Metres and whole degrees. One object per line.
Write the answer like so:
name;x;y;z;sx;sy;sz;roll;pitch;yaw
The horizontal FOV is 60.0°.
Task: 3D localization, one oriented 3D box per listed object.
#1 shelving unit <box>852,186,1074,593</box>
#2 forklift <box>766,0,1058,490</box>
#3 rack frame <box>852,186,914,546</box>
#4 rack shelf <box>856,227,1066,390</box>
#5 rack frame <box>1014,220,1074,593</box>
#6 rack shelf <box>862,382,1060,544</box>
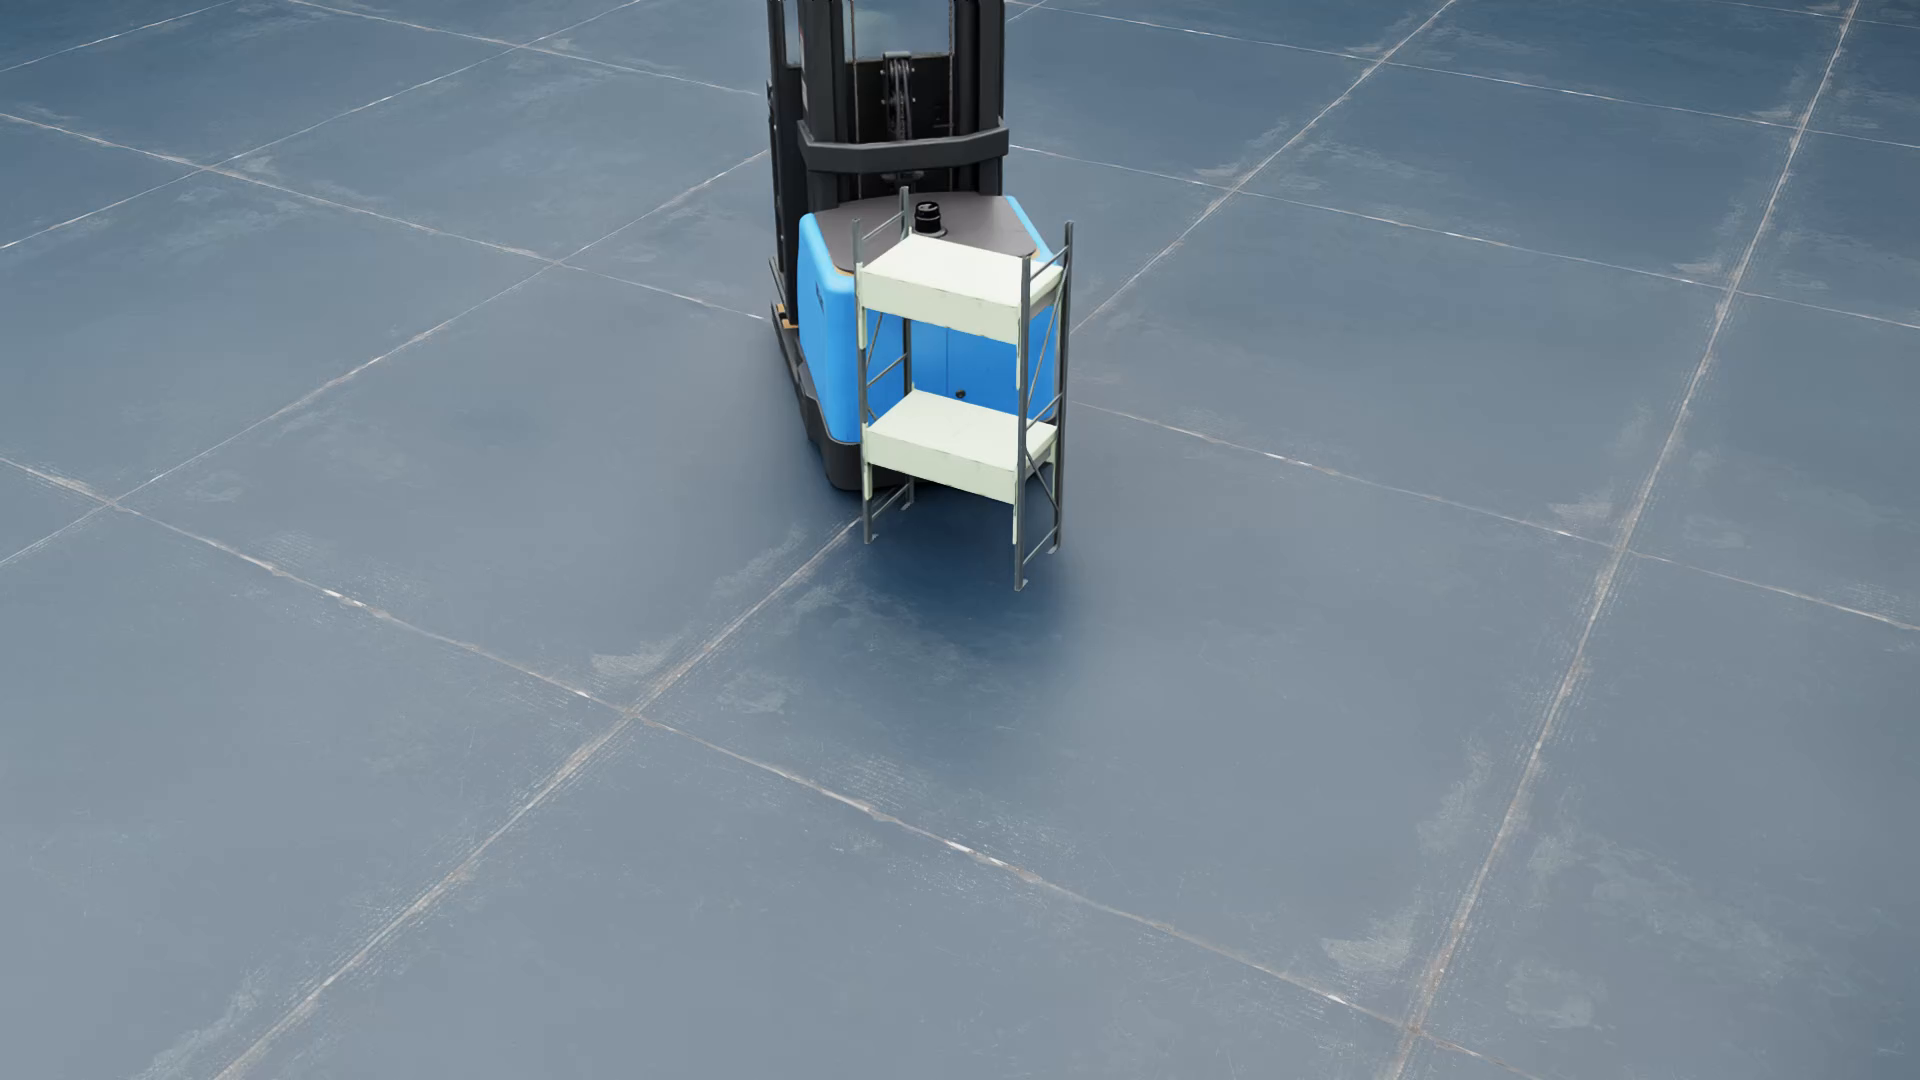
shelving unit;0.010;-0.602;6.801;0.755;1.500;0.431;17;37;23
forklift;-0.389;-2.254;7.990;1.130;2.935;3.031;-7;34;-11
rack frame;-0.311;-0.699;6.947;0.023;1.500;0.400;17;37;23
rack shelf;0.010;-0.927;6.585;0.720;0.370;0.431;17;37;23
rack frame;0.331;-0.505;6.655;0.023;1.500;0.400;17;37;23
rack shelf;0.010;-0.331;6.982;0.720;0.370;0.431;17;37;23
